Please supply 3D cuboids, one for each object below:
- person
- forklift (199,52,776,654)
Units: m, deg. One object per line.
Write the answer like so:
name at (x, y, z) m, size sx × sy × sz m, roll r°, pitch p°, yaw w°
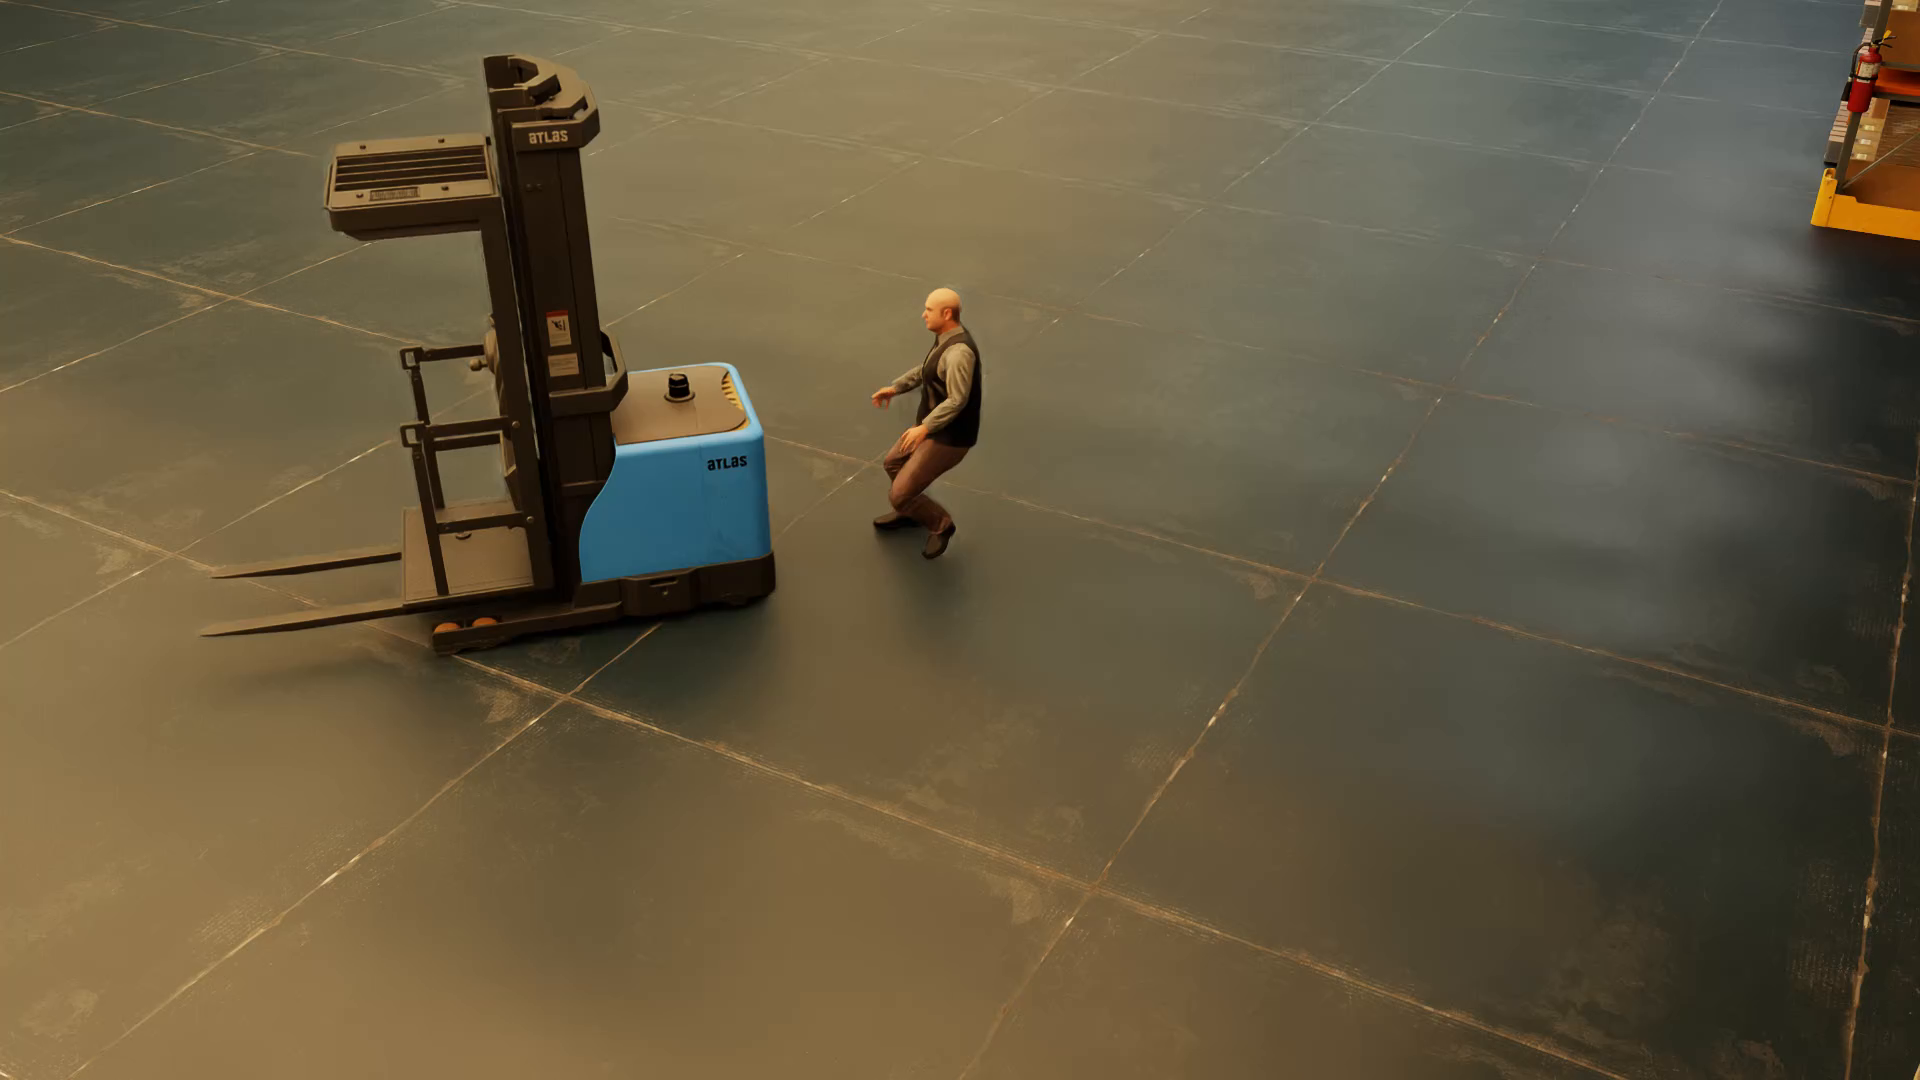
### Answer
person at (-0.193, -0.671, 9.566) m, size 0.618 × 1.604 × 0.786 m, roll -4°, pitch 30°, yaw -6°
forklift at (-2.617, -0.950, 8.716) m, size 3.031 × 2.935 × 1.130 m, roll -8°, pitch 31°, yaw -14°
